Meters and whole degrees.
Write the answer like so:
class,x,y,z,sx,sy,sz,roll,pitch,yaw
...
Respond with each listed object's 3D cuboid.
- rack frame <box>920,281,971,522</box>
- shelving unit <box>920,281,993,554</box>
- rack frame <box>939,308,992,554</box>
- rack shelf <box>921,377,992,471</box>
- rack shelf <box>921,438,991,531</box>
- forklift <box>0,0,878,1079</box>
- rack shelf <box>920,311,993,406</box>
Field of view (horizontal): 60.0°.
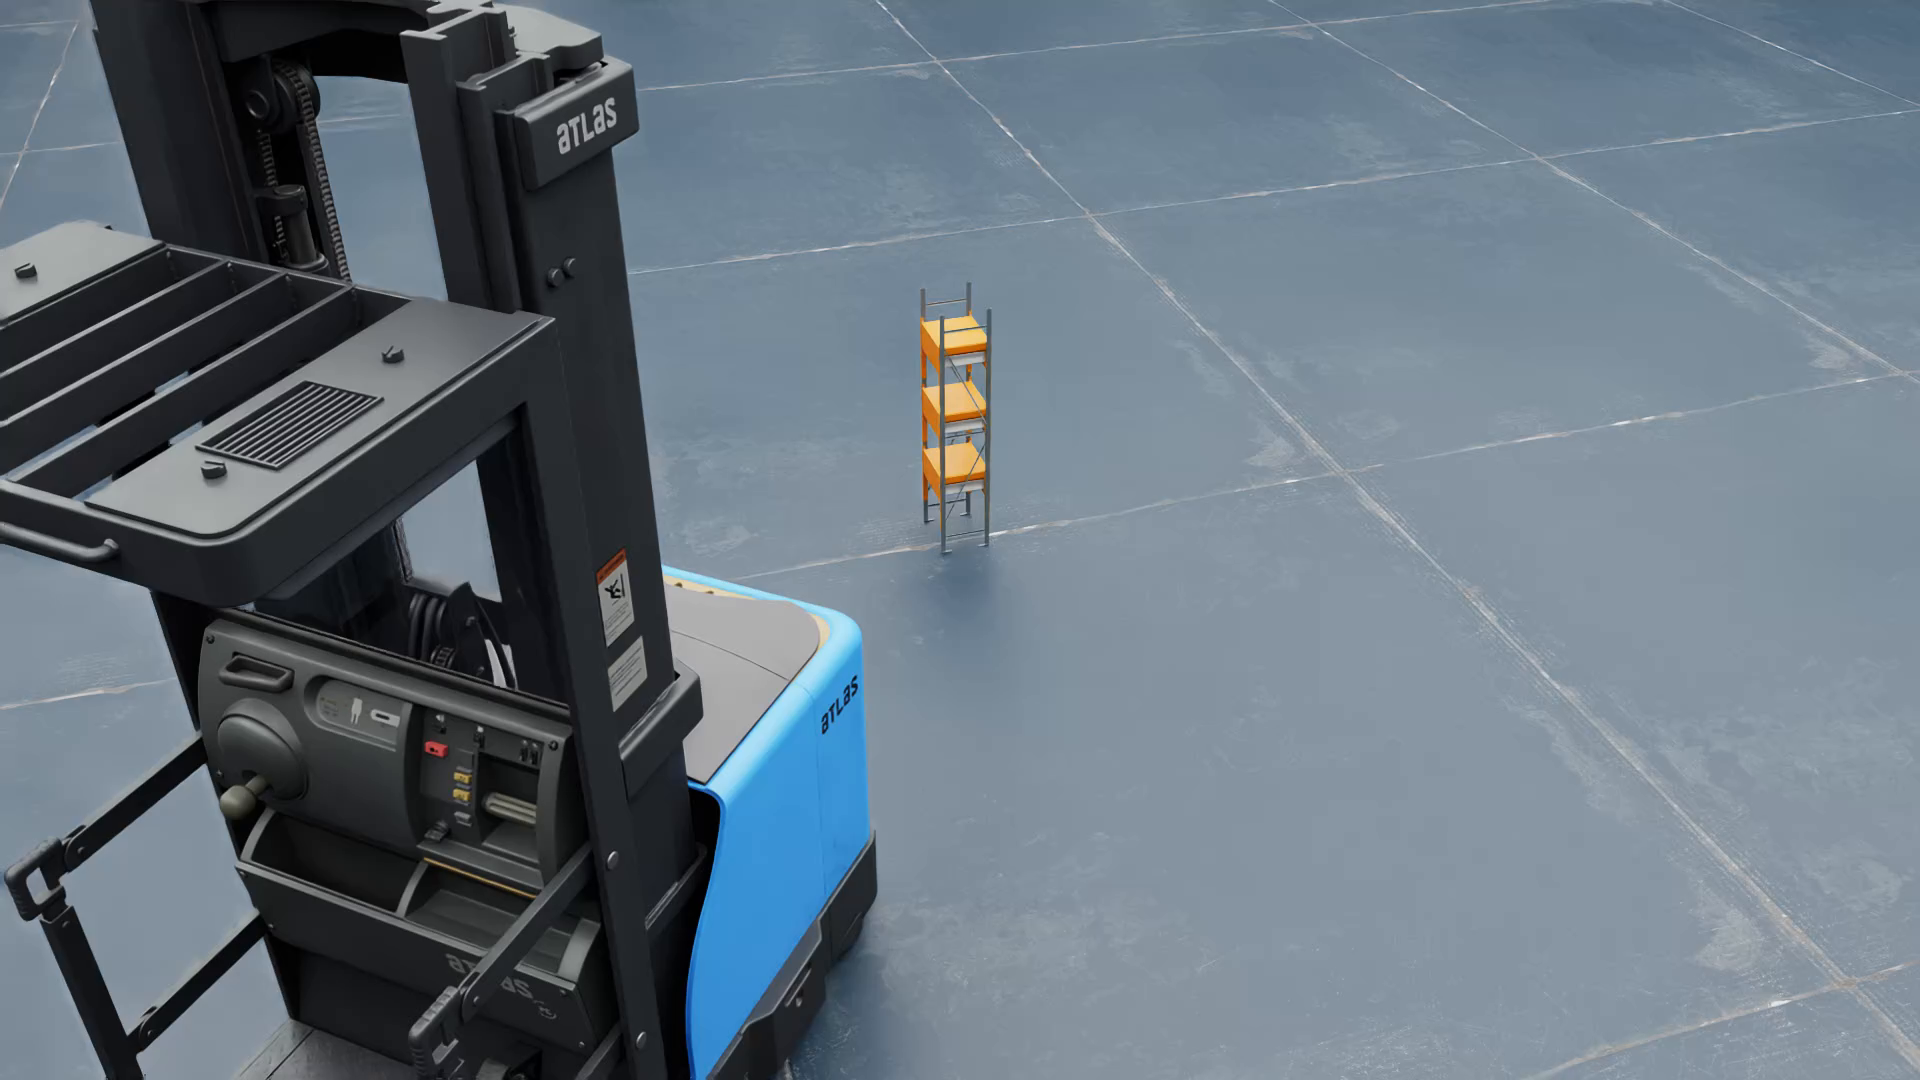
class,x,y,z,sx,sy,sz,roll,pitch,yaw
rack frame,-0.054,-0.530,6.600,0.200,1.050,0.008,-10,35,-15
shelving unit,-0.016,-0.466,6.503,0.215,1.050,0.252,-10,35,-15
rack frame,0.021,-0.402,6.406,0.200,1.050,0.008,-10,35,-15
rack shelf,-0.016,-0.457,6.509,0.215,0.259,0.240,-10,35,-15
rack shelf,-0.016,-0.225,6.662,0.215,0.259,0.240,-10,35,-15
forklift,-1.300,0.517,3.308,1.130,2.935,3.031,13,36,19
rack shelf,-0.016,-0.694,6.352,0.215,0.259,0.240,-10,35,-15
